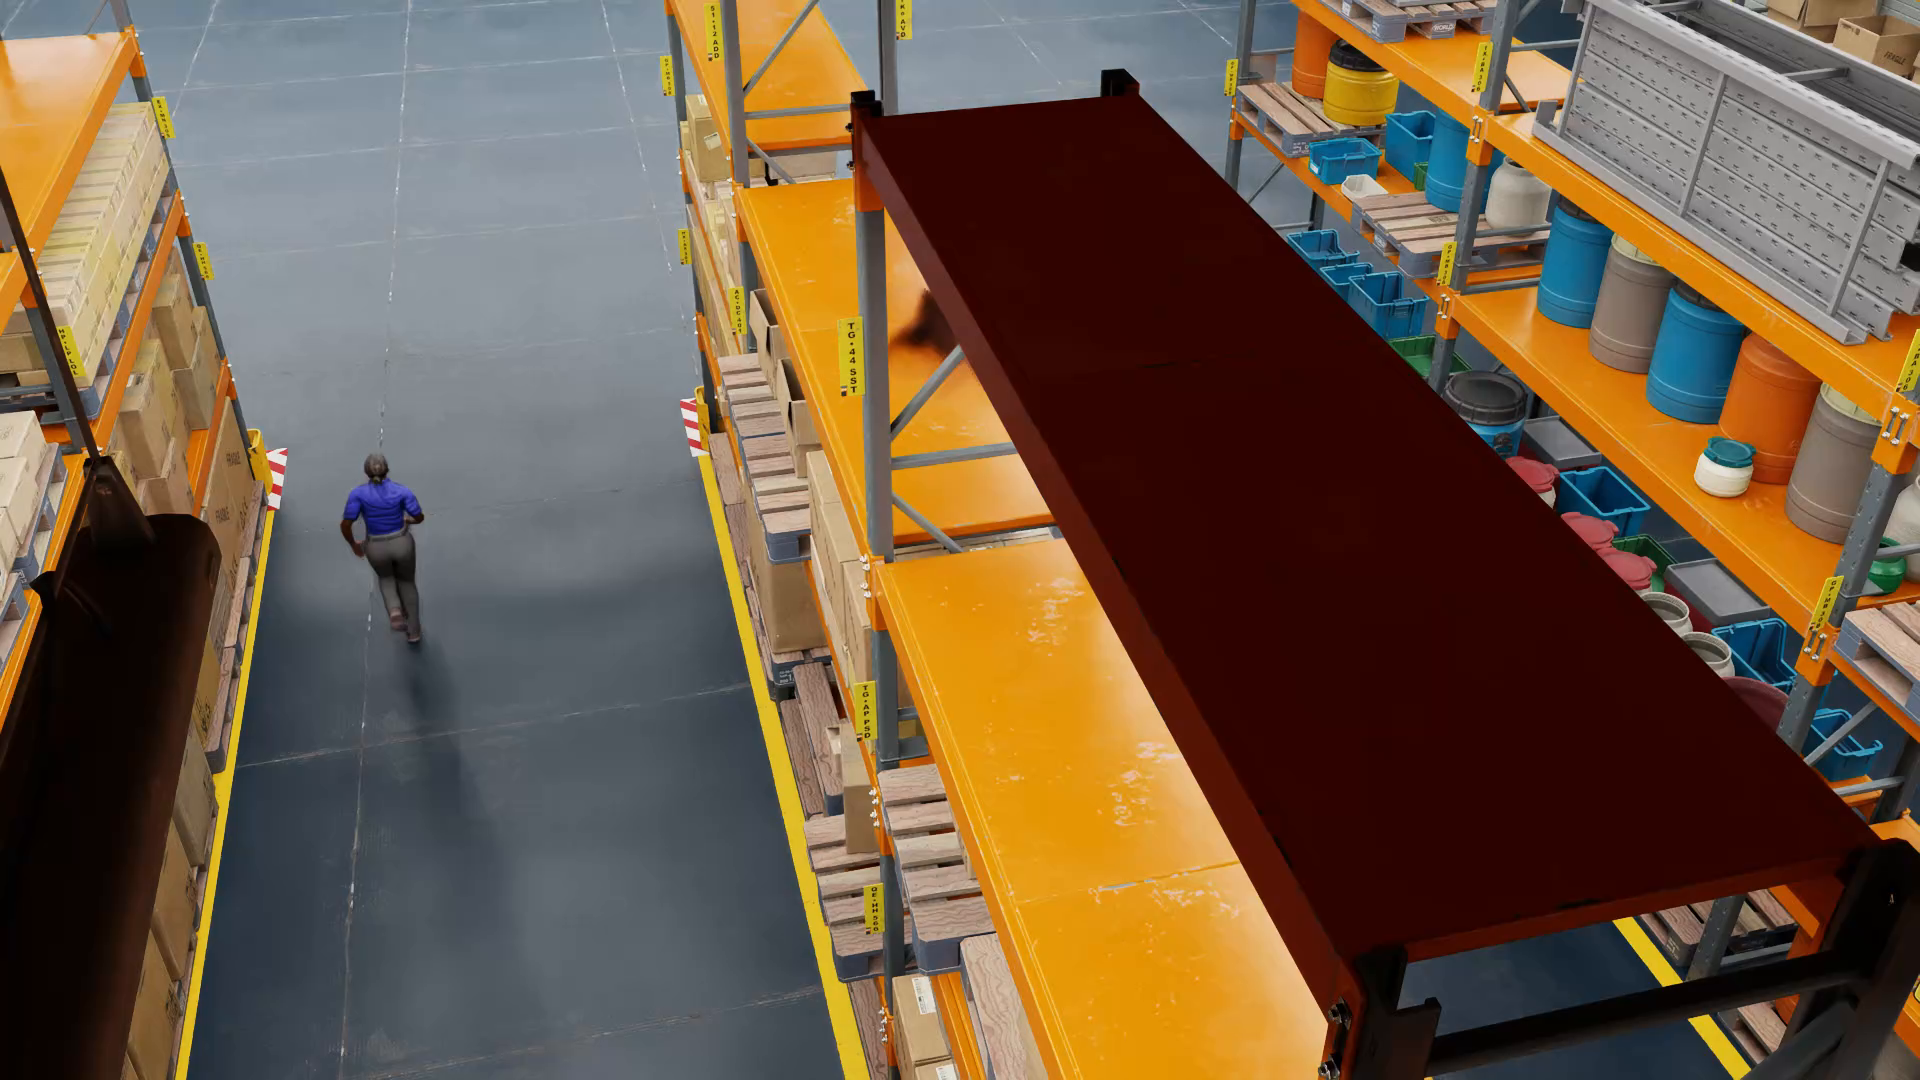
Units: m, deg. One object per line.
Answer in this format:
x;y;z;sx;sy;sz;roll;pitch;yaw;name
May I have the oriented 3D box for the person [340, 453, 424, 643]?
-4.307;0.062;12.605;0.556;1.606;0.631;-9;36;-13;person
